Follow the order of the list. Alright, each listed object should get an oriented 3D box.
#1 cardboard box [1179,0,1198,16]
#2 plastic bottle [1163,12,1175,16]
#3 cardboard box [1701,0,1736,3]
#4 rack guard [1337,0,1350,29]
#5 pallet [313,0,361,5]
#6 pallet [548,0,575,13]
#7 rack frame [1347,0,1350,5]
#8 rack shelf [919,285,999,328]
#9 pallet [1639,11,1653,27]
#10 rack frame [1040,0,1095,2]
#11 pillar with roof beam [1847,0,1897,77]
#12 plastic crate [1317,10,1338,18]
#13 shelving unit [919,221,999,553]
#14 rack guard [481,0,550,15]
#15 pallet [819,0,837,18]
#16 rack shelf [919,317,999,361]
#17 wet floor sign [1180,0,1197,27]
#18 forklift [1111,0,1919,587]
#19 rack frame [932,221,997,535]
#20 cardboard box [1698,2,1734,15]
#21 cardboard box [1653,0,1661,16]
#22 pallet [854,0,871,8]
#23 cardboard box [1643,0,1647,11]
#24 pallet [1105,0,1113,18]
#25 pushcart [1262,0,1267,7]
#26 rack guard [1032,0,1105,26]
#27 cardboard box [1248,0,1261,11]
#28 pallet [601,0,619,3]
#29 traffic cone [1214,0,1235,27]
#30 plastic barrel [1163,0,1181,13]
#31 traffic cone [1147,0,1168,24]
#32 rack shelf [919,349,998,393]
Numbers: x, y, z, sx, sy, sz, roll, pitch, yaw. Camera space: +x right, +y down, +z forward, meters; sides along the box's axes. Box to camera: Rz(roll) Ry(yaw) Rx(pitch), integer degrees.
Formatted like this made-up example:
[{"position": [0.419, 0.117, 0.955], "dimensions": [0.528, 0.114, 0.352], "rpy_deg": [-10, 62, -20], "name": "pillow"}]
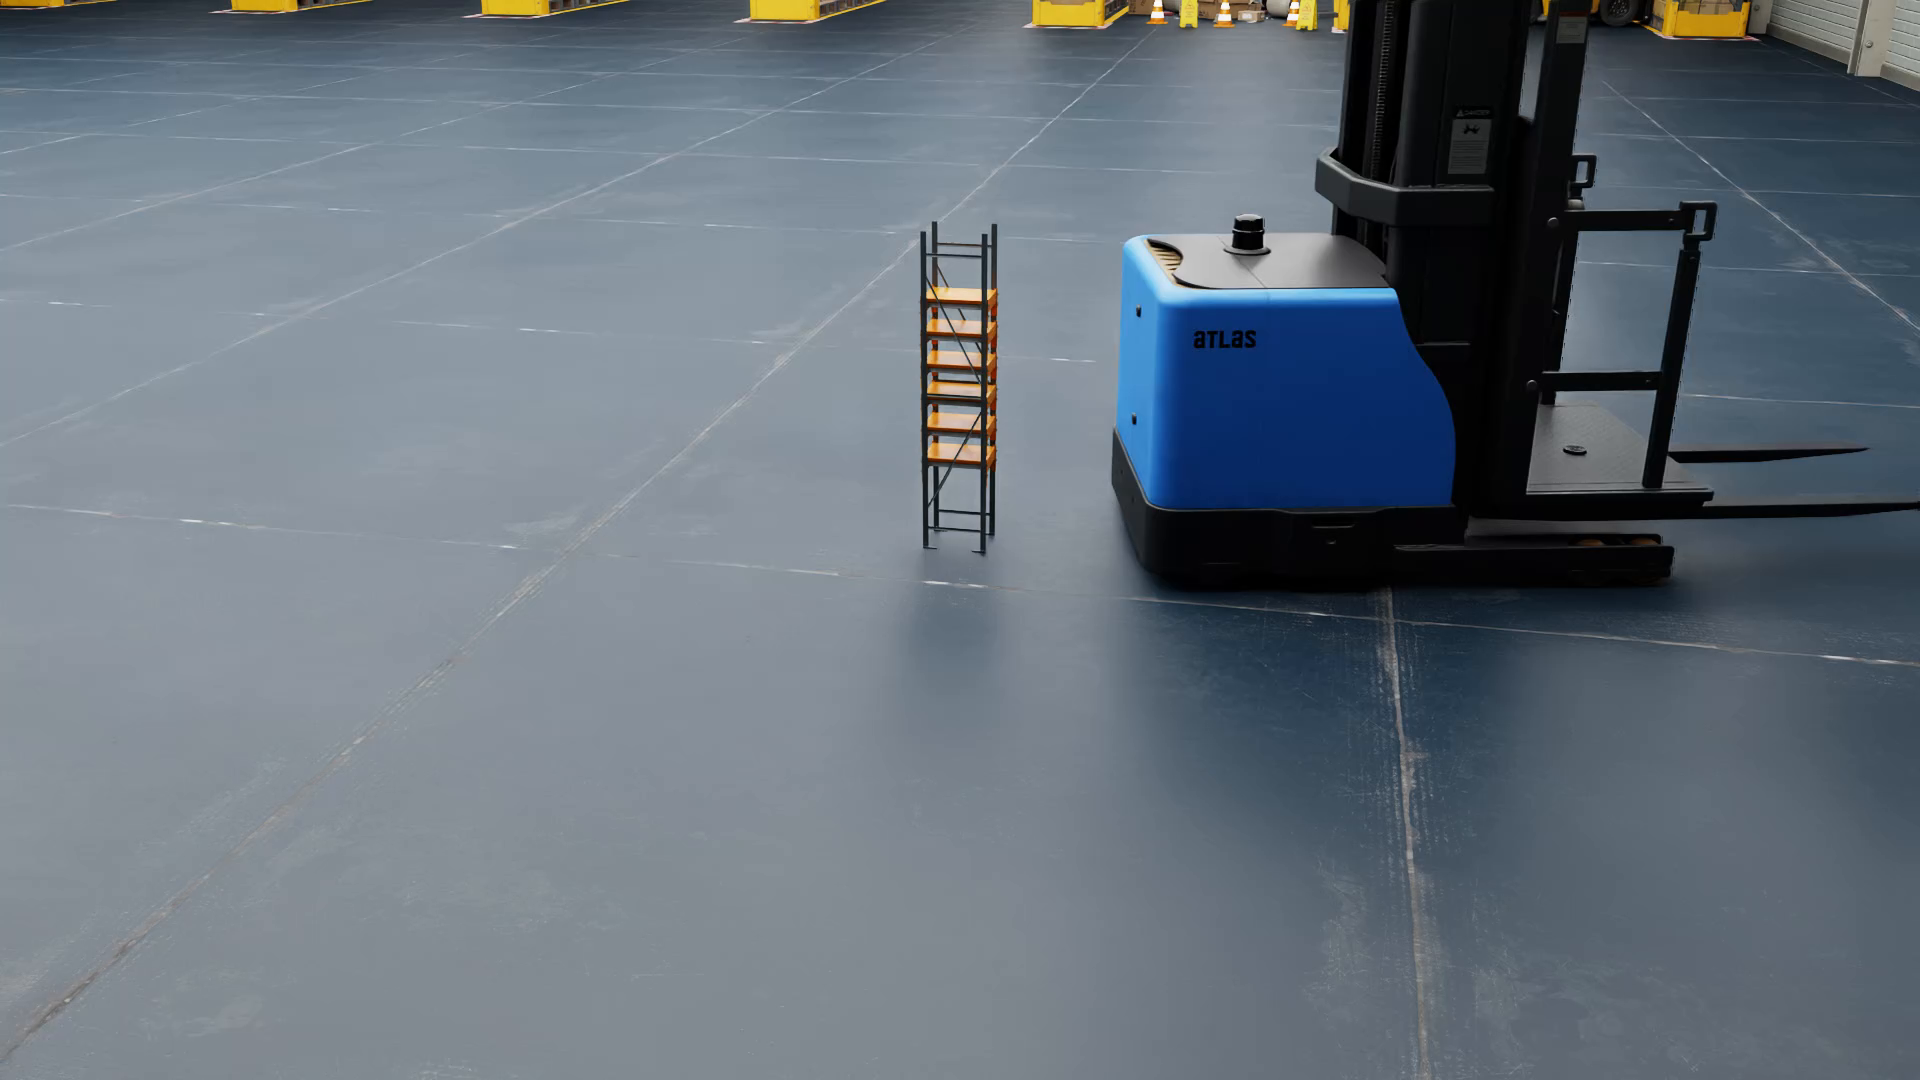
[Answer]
[{"position": [4.070, -9.371, 29.265], "dimensions": [0.396, 0.266, 0.258], "rpy_deg": [8, 23, 20], "name": "cardboard box"}, {"position": [3.643, -9.278, 29.309], "dimensions": [0.283, 0.061, 0.133], "rpy_deg": [-3, 22, -8], "name": "plastic bottle"}, {"position": [11.827, -8.535, 25.980], "dimensions": [0.500, 0.250, 0.500], "rpy_deg": [5, 22, 12], "name": "cardboard box"}, {"position": [6.683, -8.473, 26.723], "dimensions": [1.175, 0.500, 0.348], "rpy_deg": [4, 22, 11], "name": "rack guard"}, {"position": [-12.365, -10.551, 32.269], "dimensions": [1.003, 0.211, 1.213], "rpy_deg": [4, 22, 11], "name": "pallet"}, {"position": [-7.742, -9.772, 30.335], "dimensions": [1.003, 0.211, 1.213], "rpy_deg": [4, 22, 11], "name": "pallet"}, {"position": [6.668, -9.605, 26.187], "dimensions": [1.000, 3.000, 0.127], "rpy_deg": [4, 22, 11], "name": "rack frame"}, {"position": [-0.003, -0.844, 5.998], "dimensions": [0.258, 0.103, 0.180], "rpy_deg": [4, 22, 11], "name": "rack shelf"}, {"position": [11.894, -8.662, 27.578], "dimensions": [1.003, 0.211, 1.213], "rpy_deg": [4, 22, 11], "name": "pallet"}, {"position": [1.801, -9.945, 27.032], "dimensions": [1.000, 3.000, 0.127], "rpy_deg": [4, 22, 11], "name": "rack frame"}, {"position": [7.114, -10.330, 19.958], "dimensions": [9.100, 9.000, 0.400], "rpy_deg": [4, 22, 11], "name": "pillar with roof beam"}, {"position": [6.361, -9.202, 29.094], "dimensions": [0.402, 0.080, 0.583], "rpy_deg": [-3, 22, -8], "name": "plastic crate"}, {"position": [-0.003, -0.551, 6.116], "dimensions": [0.258, 1.200, 0.189], "rpy_deg": [4, 22, 11], "name": "shelving unit"}, {"position": [-7.913, -9.610, 29.545], "dimensions": [1.175, 0.500, 0.348], "rpy_deg": [4, 22, 11], "name": "rack guard"}, {"position": [-2.818, -9.389, 29.383], "dimensions": [1.003, 0.211, 1.213], "rpy_deg": [4, 22, 11], "name": "pallet"}, {"position": [-0.003, -0.733, 6.043], "dimensions": [0.258, 0.103, 0.180], "rpy_deg": [4, 22, 11], "name": "rack shelf"}, {"position": [3.734, -8.691, 27.071], "dimensions": [0.267, 0.644, 0.232], "rpy_deg": [1, 22, 2], "name": "wet floor sign"}, {"position": [2.146, -1.391, 5.885], "dimensions": [3.031, 2.935, 1.130], "rpy_deg": [-1, 22, -3], "name": "forklift"}, {"position": [0.016, -0.585, 6.199], "dimensions": [0.240, 1.200, 0.006], "rpy_deg": [4, 22, 11], "name": "rack frame"}, {"position": [11.819, -8.312, 26.095], "dimensions": [0.500, 0.250, 0.500], "rpy_deg": [5, 22, 11], "name": "cardboard box"}, {"position": [11.425, -8.524, 26.622], "dimensions": [0.500, 0.250, 0.500], "rpy_deg": [4, 22, 11], "name": "cardboard box"}, {"position": [-2.320, -10.281, 31.599], "dimensions": [1.003, 0.211, 1.213], "rpy_deg": [4, 22, 11], "name": "pallet"}, {"position": [11.620, -8.898, 27.550], "dimensions": [0.500, 0.250, 0.500], "rpy_deg": [5, 23, 13], "name": "cardboard box"}, {"position": [2.139, -9.395, 29.398], "dimensions": [1.003, 0.211, 1.213], "rpy_deg": [4, 22, 11], "name": "pallet"}, {"position": [5.242, -10.007, 30.695], "dimensions": [1.648, 0.377, 0.936], "rpy_deg": [-3, 22, -8], "name": "pushcart"}, {"position": [1.796, -8.777, 27.477], "dimensions": [1.175, 0.500, 0.348], "rpy_deg": [4, 22, 11], "name": "rack guard"}, {"position": [5.217, -9.665, 29.996], "dimensions": [0.258, 0.266, 0.396], "rpy_deg": [-11, 25, -26], "name": "cardboard box"}, {"position": [-7.244, -10.665, 32.551], "dimensions": [1.003, 0.211, 1.213], "rpy_deg": [4, 22, 11], "name": "pallet"}, {"position": [4.337, -8.644, 27.197], "dimensions": [0.336, 0.463, 0.334], "rpy_deg": [4, 22, 11], "name": "traffic cone"}, {"position": [3.888, -9.681, 29.825], "dimensions": [0.421, 0.421, 0.512], "rpy_deg": [-16, 27, -35], "name": "plastic barrel"}, {"position": [3.300, -8.854, 27.719], "dimensions": [0.336, 0.463, 0.334], "rpy_deg": [4, 22, 11], "name": "traffic cone"}, {"position": [-0.003, -0.621, 6.088], "dimensions": [0.258, 0.103, 0.180], "rpy_deg": [4, 22, 11], "name": "rack shelf"}]
